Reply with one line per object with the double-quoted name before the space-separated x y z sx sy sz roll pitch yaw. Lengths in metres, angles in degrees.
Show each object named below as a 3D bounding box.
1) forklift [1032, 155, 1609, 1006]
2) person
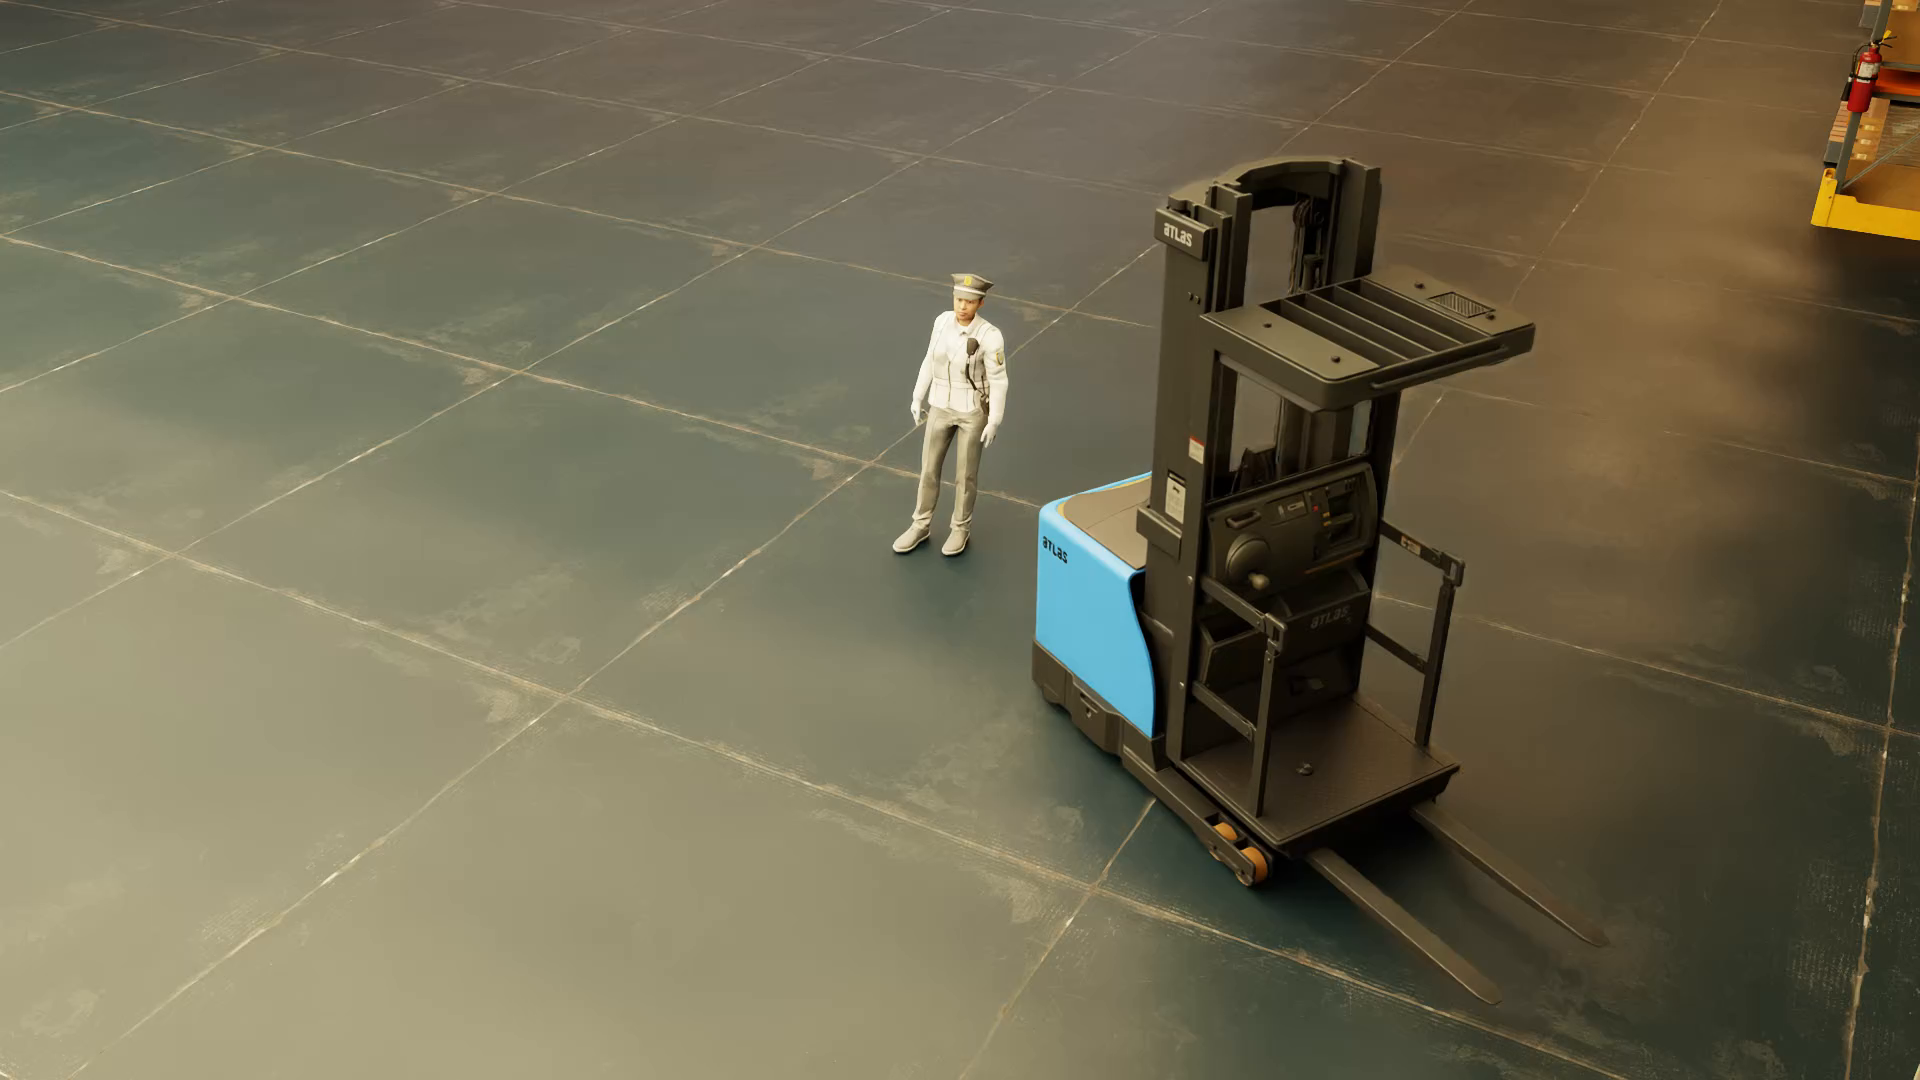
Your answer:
"forklift" 1.565 -0.009 7.086 1.130 2.935 3.031 -17 34 -27
"person" -0.038 -0.712 9.528 0.588 1.696 0.533 15 33 25
